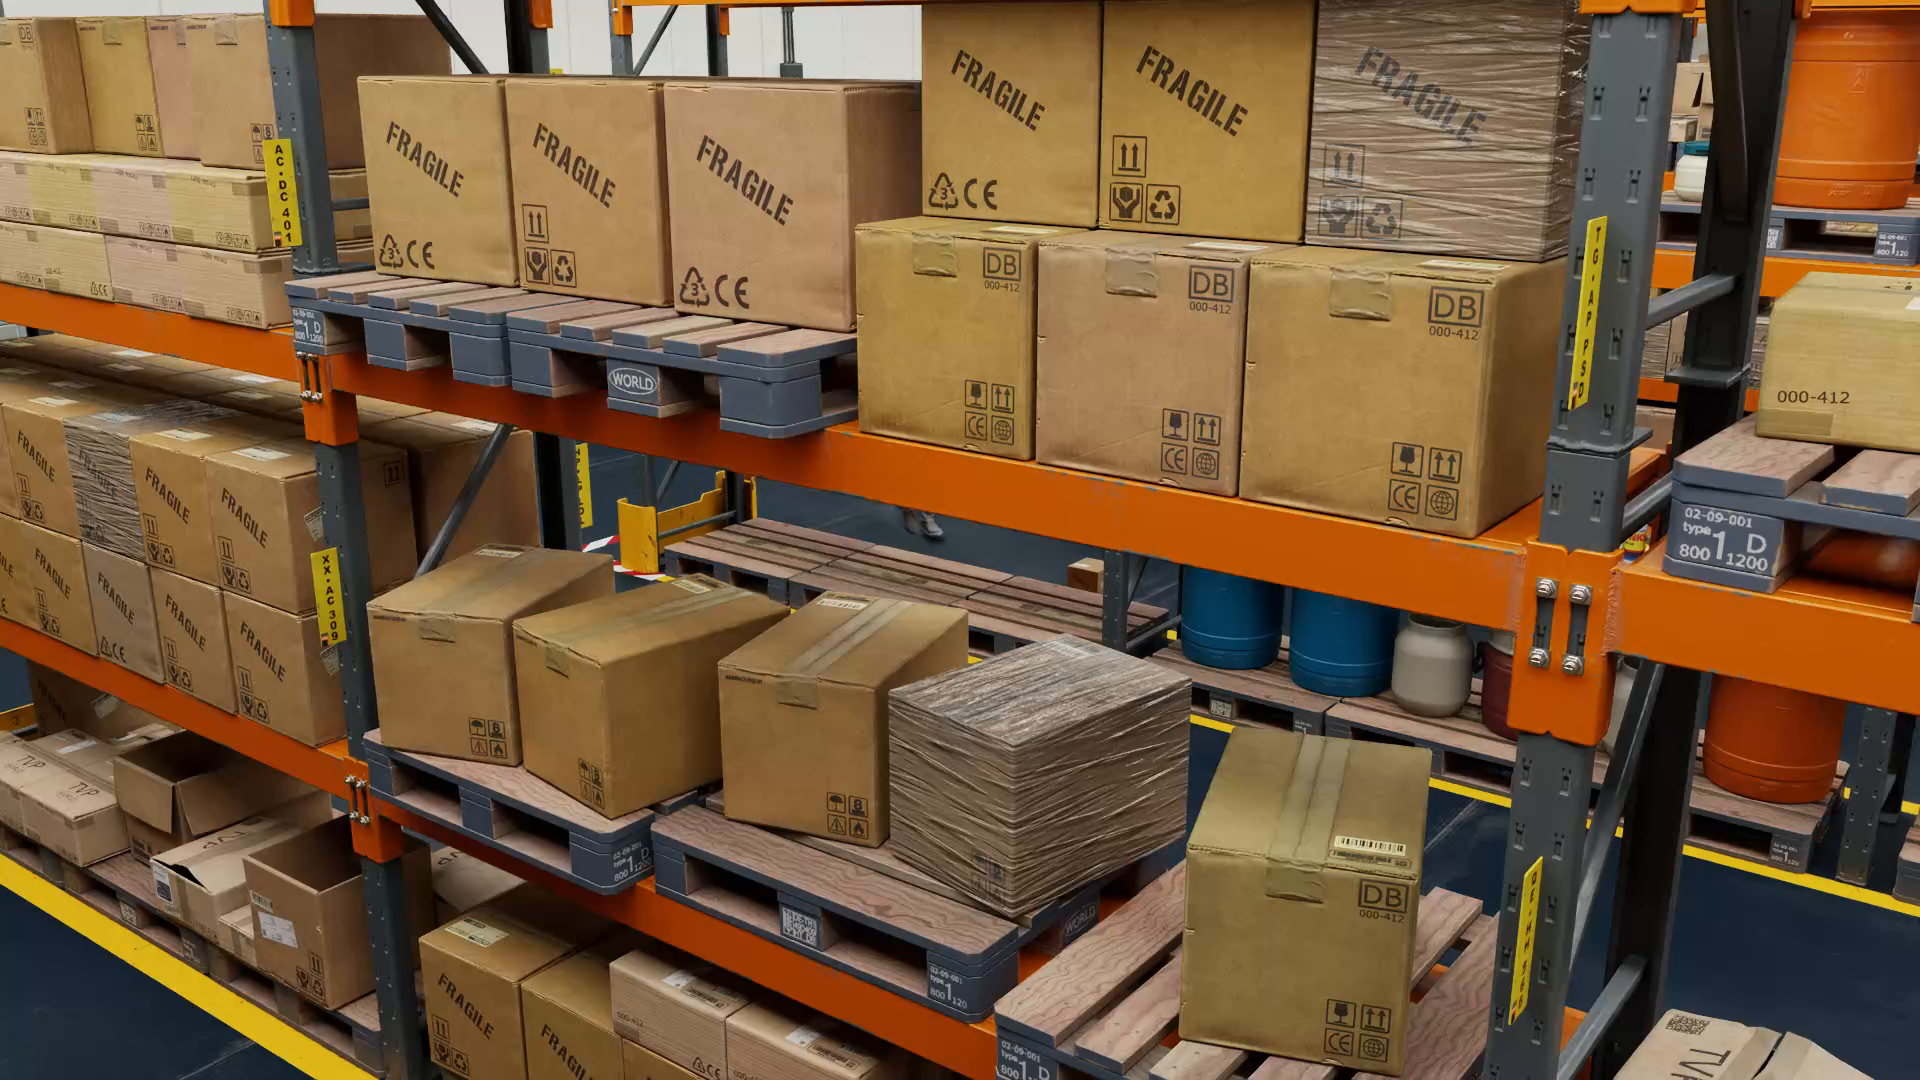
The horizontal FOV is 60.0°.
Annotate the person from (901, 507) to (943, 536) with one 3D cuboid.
[{"bbox_3d":[-0.238,-0.845,12.724,0.514,1.690,0.423,-11,20,-33],"label":"person"}]
